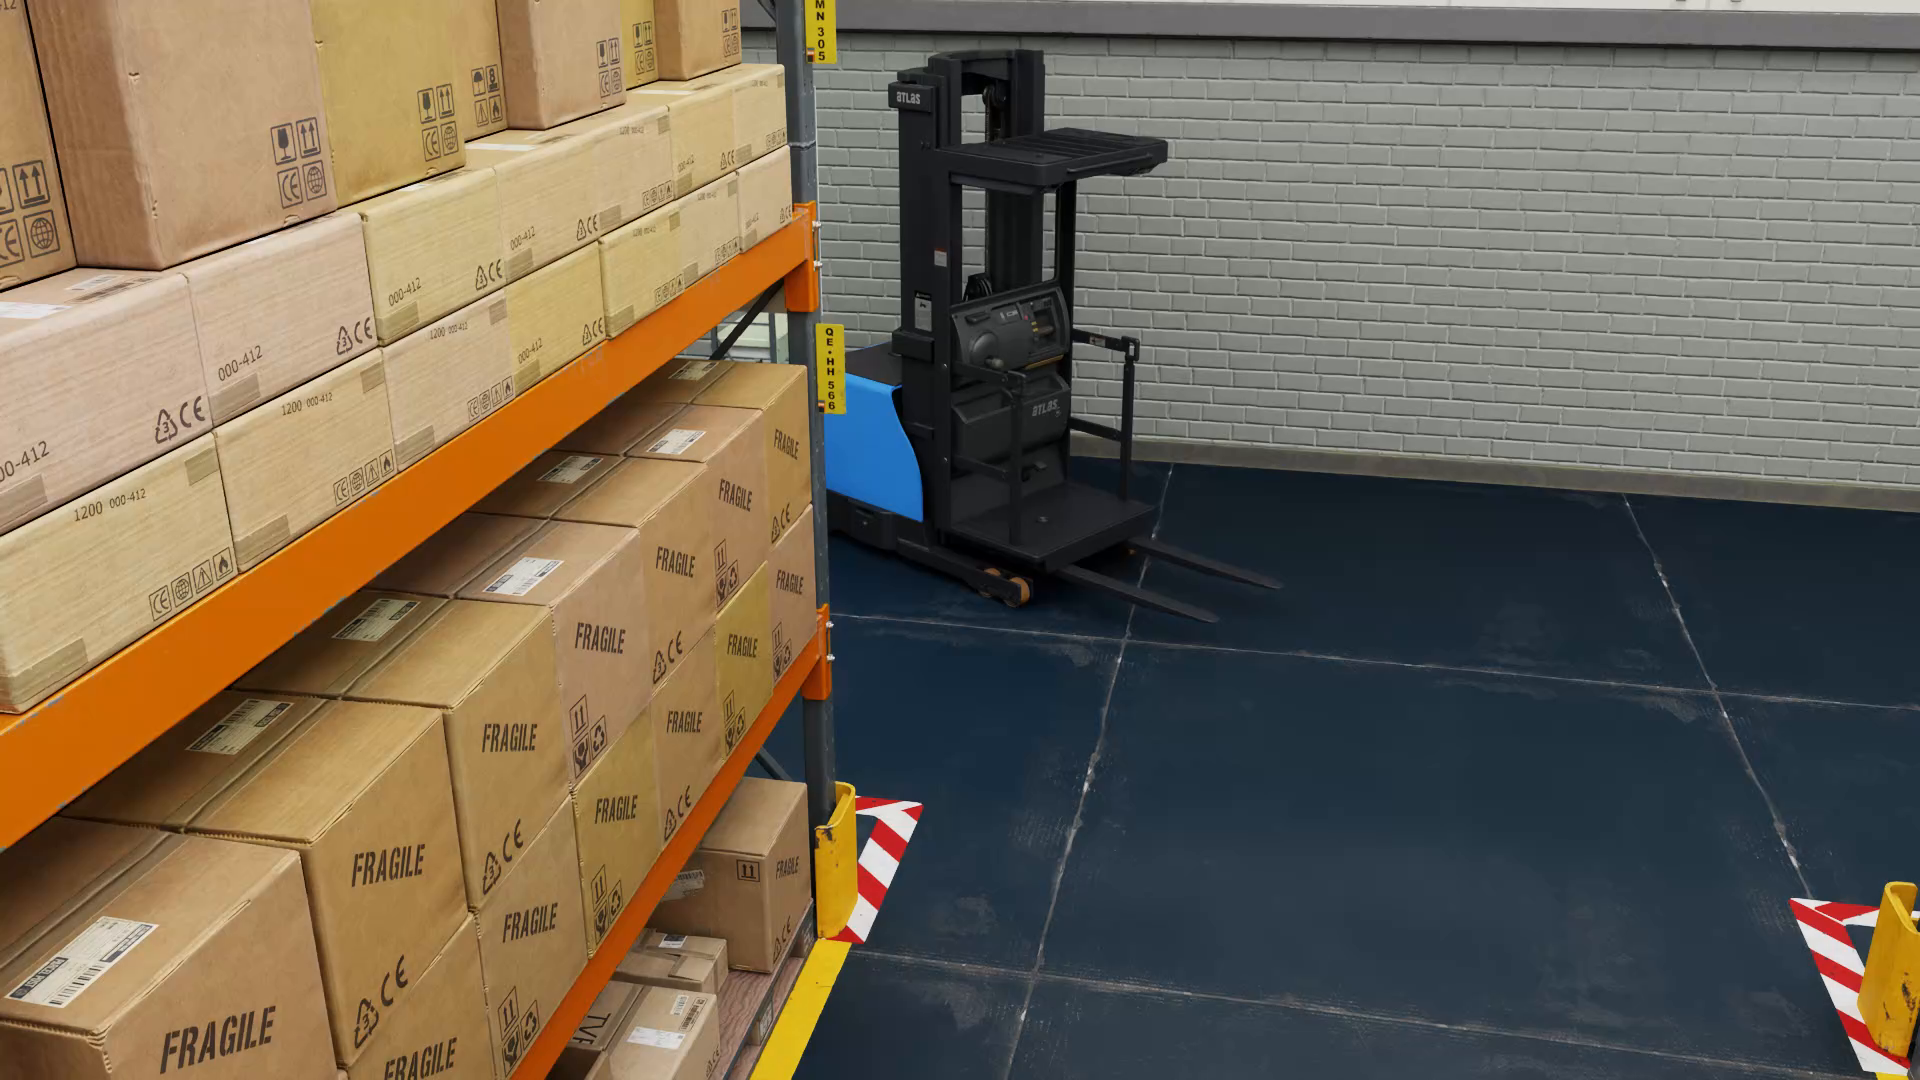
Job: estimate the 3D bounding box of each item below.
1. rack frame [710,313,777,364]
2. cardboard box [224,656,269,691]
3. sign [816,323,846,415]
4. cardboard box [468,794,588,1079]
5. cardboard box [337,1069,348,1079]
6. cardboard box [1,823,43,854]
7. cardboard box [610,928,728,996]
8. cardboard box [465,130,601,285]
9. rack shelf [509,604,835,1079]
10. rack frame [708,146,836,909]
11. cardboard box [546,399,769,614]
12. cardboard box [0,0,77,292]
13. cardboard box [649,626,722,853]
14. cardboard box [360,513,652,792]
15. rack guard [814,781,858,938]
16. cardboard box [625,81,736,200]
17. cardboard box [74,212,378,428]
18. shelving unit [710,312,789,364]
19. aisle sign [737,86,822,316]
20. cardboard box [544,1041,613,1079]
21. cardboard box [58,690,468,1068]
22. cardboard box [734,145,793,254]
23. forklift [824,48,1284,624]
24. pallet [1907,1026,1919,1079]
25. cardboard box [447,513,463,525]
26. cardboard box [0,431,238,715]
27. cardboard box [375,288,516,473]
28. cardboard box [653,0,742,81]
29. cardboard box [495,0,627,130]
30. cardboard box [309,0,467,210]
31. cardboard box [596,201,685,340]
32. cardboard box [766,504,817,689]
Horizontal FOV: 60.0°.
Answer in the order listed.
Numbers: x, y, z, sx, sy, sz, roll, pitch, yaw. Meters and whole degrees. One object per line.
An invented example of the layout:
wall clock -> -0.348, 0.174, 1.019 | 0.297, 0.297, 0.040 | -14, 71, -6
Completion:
rack frame -> -1.274, -0.674, 10.014 | 0.400, 1.500, 0.023 | 5, 22, 12
cardboard box -> -1.755, 0.409, 3.850 | 0.500, 0.500, 0.500 | 5, 22, 11
sign -> -0.455, -0.601, 5.858 | 0.100, 0.325, 0.005 | 4, 22, 11
cardboard box -> -1.234, 0.913, 3.936 | 0.500, 0.500, 0.500 | 4, 22, 11
cardboard box -> -1.439, 1.284, 3.017 | 0.500, 0.500, 0.500 | 5, 22, 12
cardboard box -> -1.960, 0.781, 2.927 | 0.500, 0.500, 0.500 | 5, 22, 11
cardboard box -> -1.034, 1.502, 5.813 | 0.380, 0.166, 0.250 | 4, 22, 11
cardboard box -> -1.152, -0.765, 3.753 | 0.500, 0.250, 0.500 | 4, 22, 11
rack shelf -> -1.402, 1.098, 4.575 | 1.077, 0.370, 4.000 | 4, 22, 11
rack frame -> -0.994, 0.033, 6.257 | 1.000, 3.000, 0.127 | 4, 22, 11
cardboard box -> -0.918, -0.109, 5.136 | 0.500, 0.500, 0.500 | 5, 22, 12
cardboard box -> -1.748, -0.587, 2.307 | 0.700, 0.500, 0.500 | 4, 22, 11
cardboard box -> -1.028, 0.543, 4.856 | 0.500, 0.500, 0.500 | 5, 22, 11
cardboard box -> -1.124, 0.269, 4.198 | 0.500, 0.500, 0.500 | 5, 23, 13
rack guard -> -1.009, 1.220, 6.655 | 1.175, 0.500, 0.348 | 4, 22, 11
cardboard box -> -0.951, -1.131, 4.662 | 0.500, 0.250, 0.500 | 4, 22, 11
cardboard box -> -1.367, -0.400, 2.848 | 0.500, 0.250, 0.500 | 4, 22, 11
shelving unit -> -1.189, -0.807, 10.344 | 0.431, 1.500, 0.755 | 5, 22, 12
aisle sign -> -0.680, -1.175, 5.775 | 0.394, 0.787, 0.004 | 4, 22, 11
cardboard box -> -1.432, 1.762, 4.716 | 0.797, 0.503, 0.637 | 4, 22, 11
cardboard box -> -1.334, 0.646, 3.262 | 0.500, 0.500, 0.500 | 4, 22, 9
cardboard box -> -0.840, -1.081, 5.208 | 0.500, 0.250, 0.500 | 4, 22, 11
forklift -> 0.453, -1.200, 9.409 | 3.031, 2.935, 1.130 | 19, 29, 40
pallet -> 3.648, 2.004, 5.095 | 1.003, 0.211, 1.213 | 4, 22, 11
cardboard box -> -1.549, 0.039, 4.769 | 0.500, 0.500, 0.500 | 5, 22, 12
cardboard box -> -1.468, 0.015, 2.487 | 0.500, 0.250, 0.500 | 4, 22, 11
cardboard box -> -1.259, -0.350, 3.394 | 0.500, 0.250, 0.500 | 4, 22, 11
cardboard box -> -1.083, -1.680, 5.021 | 0.700, 0.500, 0.500 | 4, 22, 11
cardboard box -> -1.265, -1.312, 4.109 | 0.700, 0.500, 0.500 | 4, 22, 11
cardboard box -> -1.411, -0.942, 3.190 | 0.700, 0.500, 0.500 | 4, 22, 11
cardboard box -> -1.042, -0.715, 4.299 | 0.500, 0.250, 0.500 | 4, 22, 11
cardboard box -> -0.819, 0.171, 5.780 | 0.500, 0.500, 0.500 | 5, 23, 13
